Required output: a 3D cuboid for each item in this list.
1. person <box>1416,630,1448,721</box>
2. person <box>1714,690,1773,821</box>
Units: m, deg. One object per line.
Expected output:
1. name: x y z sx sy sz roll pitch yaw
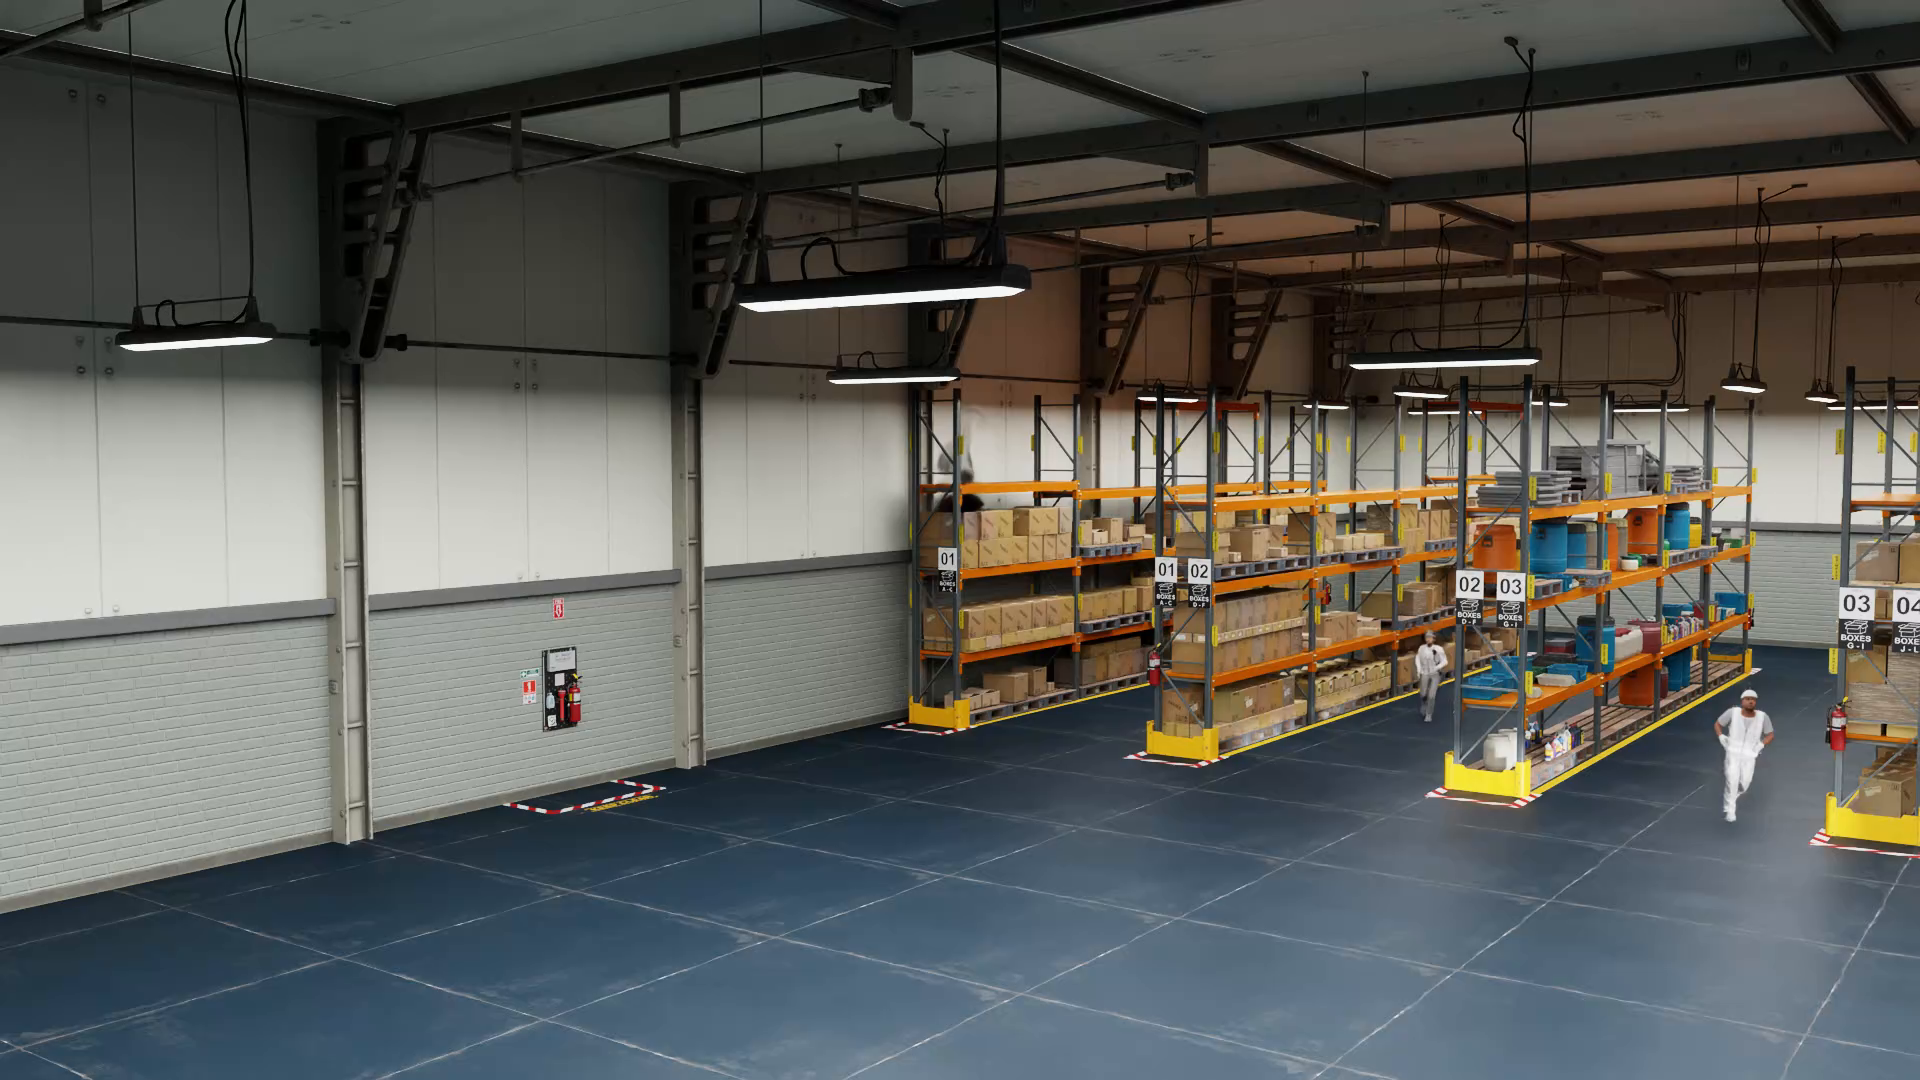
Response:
1. person: 8.536 2.457 30.184 0.604 1.668 0.567 2 4 28
2. person: 10.545 2.873 22.391 0.730 1.739 0.744 1 3 21
